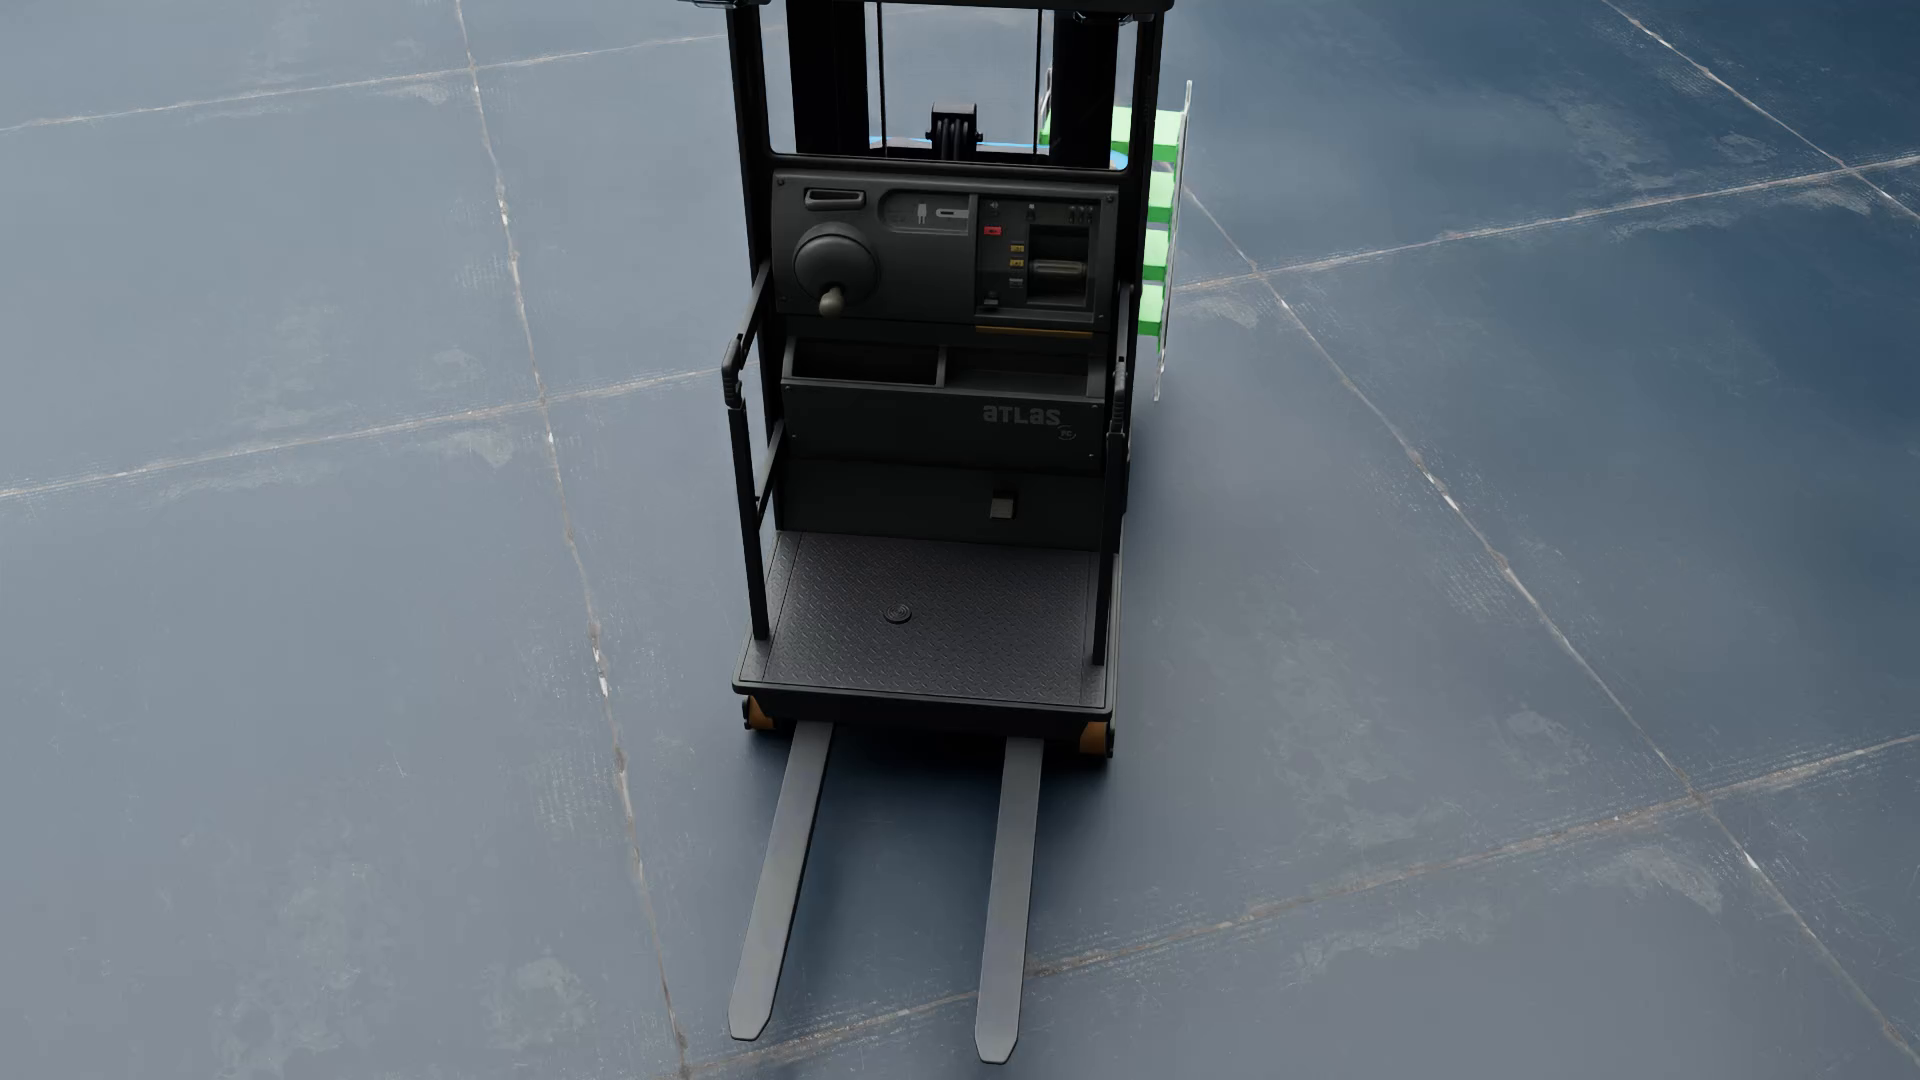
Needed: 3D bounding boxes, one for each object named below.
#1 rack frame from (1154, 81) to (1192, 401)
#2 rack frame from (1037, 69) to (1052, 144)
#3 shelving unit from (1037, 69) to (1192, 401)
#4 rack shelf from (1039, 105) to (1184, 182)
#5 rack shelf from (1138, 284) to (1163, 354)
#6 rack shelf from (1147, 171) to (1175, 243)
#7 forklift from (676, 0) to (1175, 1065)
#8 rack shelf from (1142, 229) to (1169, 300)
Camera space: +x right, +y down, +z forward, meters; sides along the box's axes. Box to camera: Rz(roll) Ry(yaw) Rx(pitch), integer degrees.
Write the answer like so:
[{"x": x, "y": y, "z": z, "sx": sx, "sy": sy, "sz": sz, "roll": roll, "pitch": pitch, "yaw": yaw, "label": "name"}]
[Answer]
[{"x": 0.771, "y": -1.057, "z": 6.045, "sx": 0.015, "sy": 1.200, "sz": 0.240, "roll": 7, "pitch": 42, "yaw": 8, "label": "rack frame"}, {"x": 0.292, "y": -1.119, "z": 6.116, "sx": 0.015, "sy": 1.200, "sz": 0.240, "roll": 7, "pitch": 42, "yaw": 8, "label": "rack frame"}, {"x": 0.531, "y": -1.088, "z": 6.081, "sx": 0.503, "sy": 1.200, "sz": 0.258, "roll": 7, "pitch": 42, "yaw": 8, "label": "shelving unit"}, {"x": 0.530, "y": -1.398, "z": 5.803, "sx": 0.480, "sy": 0.148, "sz": 0.258, "roll": 7, "pitch": 42, "yaw": 8, "label": "rack shelf"}, {"x": 0.532, "y": -0.861, "z": 6.283, "sx": 0.480, "sy": 0.148, "sz": 0.258, "roll": 7, "pitch": 42, "yaw": 8, "label": "rack shelf"}, {"x": 0.531, "y": -1.219, "z": 5.963, "sx": 0.480, "sy": 0.148, "sz": 0.258, "roll": 7, "pitch": 42, "yaw": 8, "label": "rack shelf"}, {"x": -0.065, "y": -0.696, "z": 4.319, "sx": 1.130, "sy": 2.935, "sz": 3.031, "roll": 4, "pitch": 41, "yaw": 4, "label": "forklift"}, {"x": 0.531, "y": -1.040, "z": 6.123, "sx": 0.480, "sy": 0.148, "sz": 0.258, "roll": 7, "pitch": 42, "yaw": 8, "label": "rack shelf"}]
